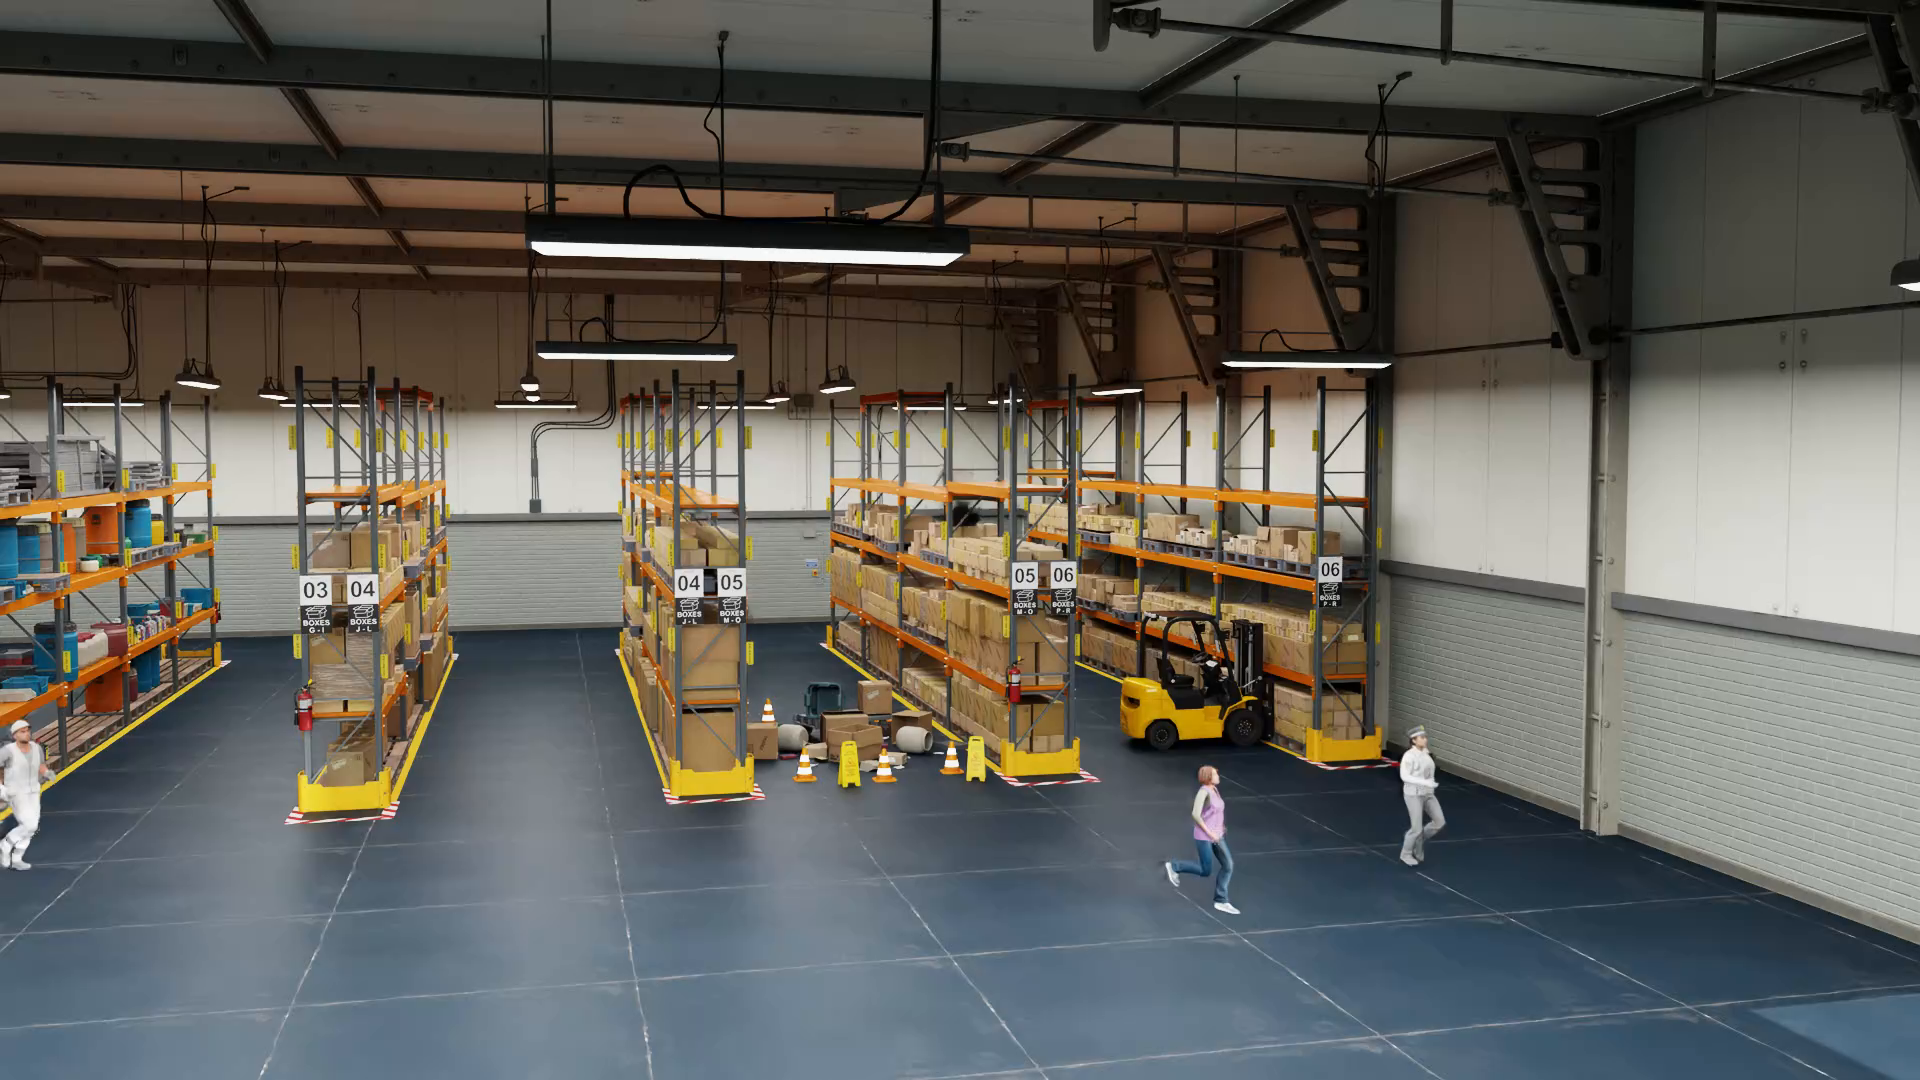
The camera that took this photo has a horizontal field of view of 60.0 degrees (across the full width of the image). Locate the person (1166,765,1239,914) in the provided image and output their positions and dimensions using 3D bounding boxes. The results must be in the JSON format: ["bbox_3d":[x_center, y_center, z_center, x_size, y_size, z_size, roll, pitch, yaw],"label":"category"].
[{"bbox_3d":[2.612,3.183,17.796,0.800,1.569,0.538,2,4,33],"label":"person"}]

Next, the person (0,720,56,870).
[{"bbox_3d":[-10.885,2.967,19.388,0.600,1.749,0.636,1,4,19],"label":"person"}]

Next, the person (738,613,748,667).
[{"bbox_3d":[-4.993,1.944,36.371,0.716,1.753,0.901,-1,4,-16],"label":"person"}]

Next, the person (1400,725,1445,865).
[{"bbox_3d":[5.417,2.993,19.498,0.671,1.668,0.562,-3,4,-38],"label":"person"}]
